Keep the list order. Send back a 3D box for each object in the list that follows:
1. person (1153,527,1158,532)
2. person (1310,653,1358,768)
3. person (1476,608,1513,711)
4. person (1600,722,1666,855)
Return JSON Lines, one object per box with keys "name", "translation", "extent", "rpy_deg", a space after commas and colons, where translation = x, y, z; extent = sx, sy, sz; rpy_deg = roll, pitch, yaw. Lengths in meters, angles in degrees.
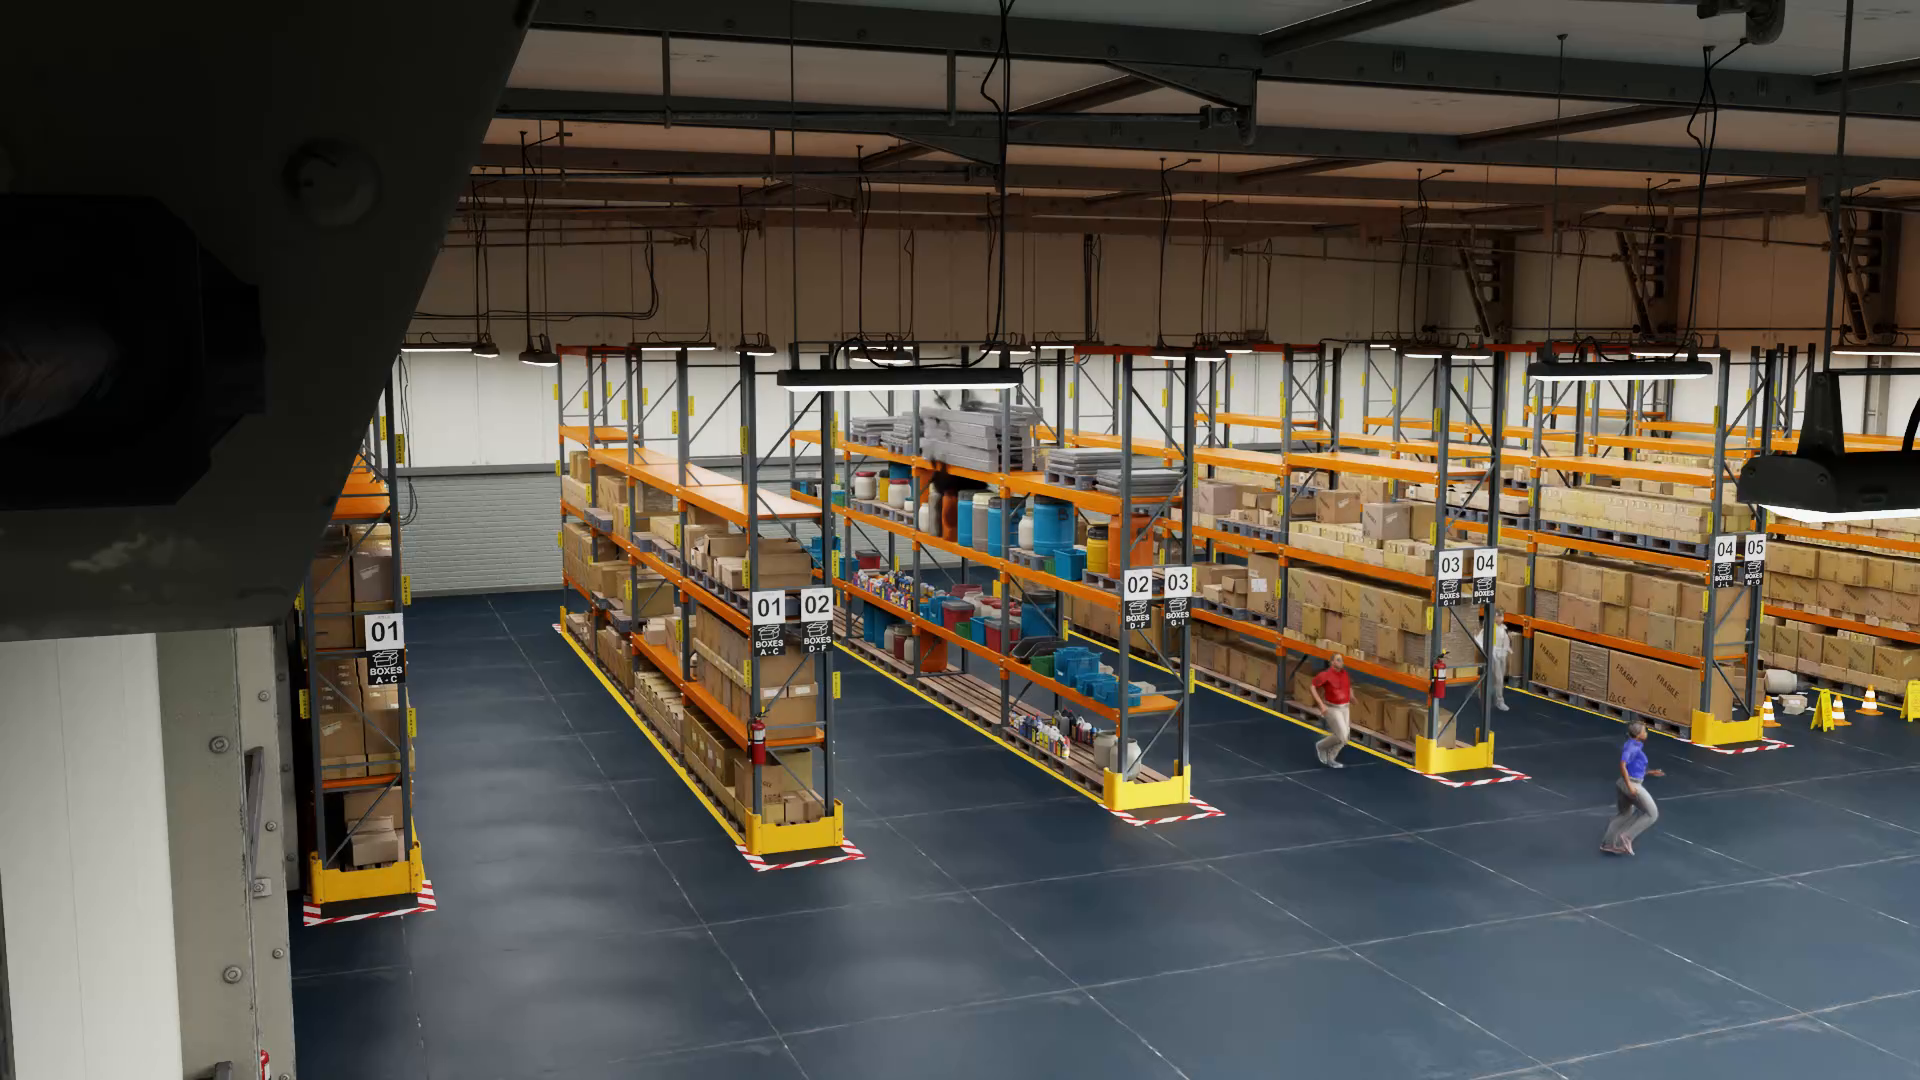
{"name": "person", "translation": [4.495, 0.525, 39.314], "extent": [0.651, 1.652, 0.528], "rpy_deg": [1, 7, 9]}
{"name": "person", "translation": [5.449, 2.462, 23.929], "extent": [0.664, 1.677, 0.590], "rpy_deg": [-5, 9, -35]}
{"name": "person", "translation": [8.957, 1.965, 27.872], "extent": [0.624, 1.692, 0.738], "rpy_deg": [-3, 8, -25]}
{"name": "person", "translation": [8.112, 2.985, 19.980], "extent": [0.715, 1.613, 0.543], "rpy_deg": [1, 7, 5]}
